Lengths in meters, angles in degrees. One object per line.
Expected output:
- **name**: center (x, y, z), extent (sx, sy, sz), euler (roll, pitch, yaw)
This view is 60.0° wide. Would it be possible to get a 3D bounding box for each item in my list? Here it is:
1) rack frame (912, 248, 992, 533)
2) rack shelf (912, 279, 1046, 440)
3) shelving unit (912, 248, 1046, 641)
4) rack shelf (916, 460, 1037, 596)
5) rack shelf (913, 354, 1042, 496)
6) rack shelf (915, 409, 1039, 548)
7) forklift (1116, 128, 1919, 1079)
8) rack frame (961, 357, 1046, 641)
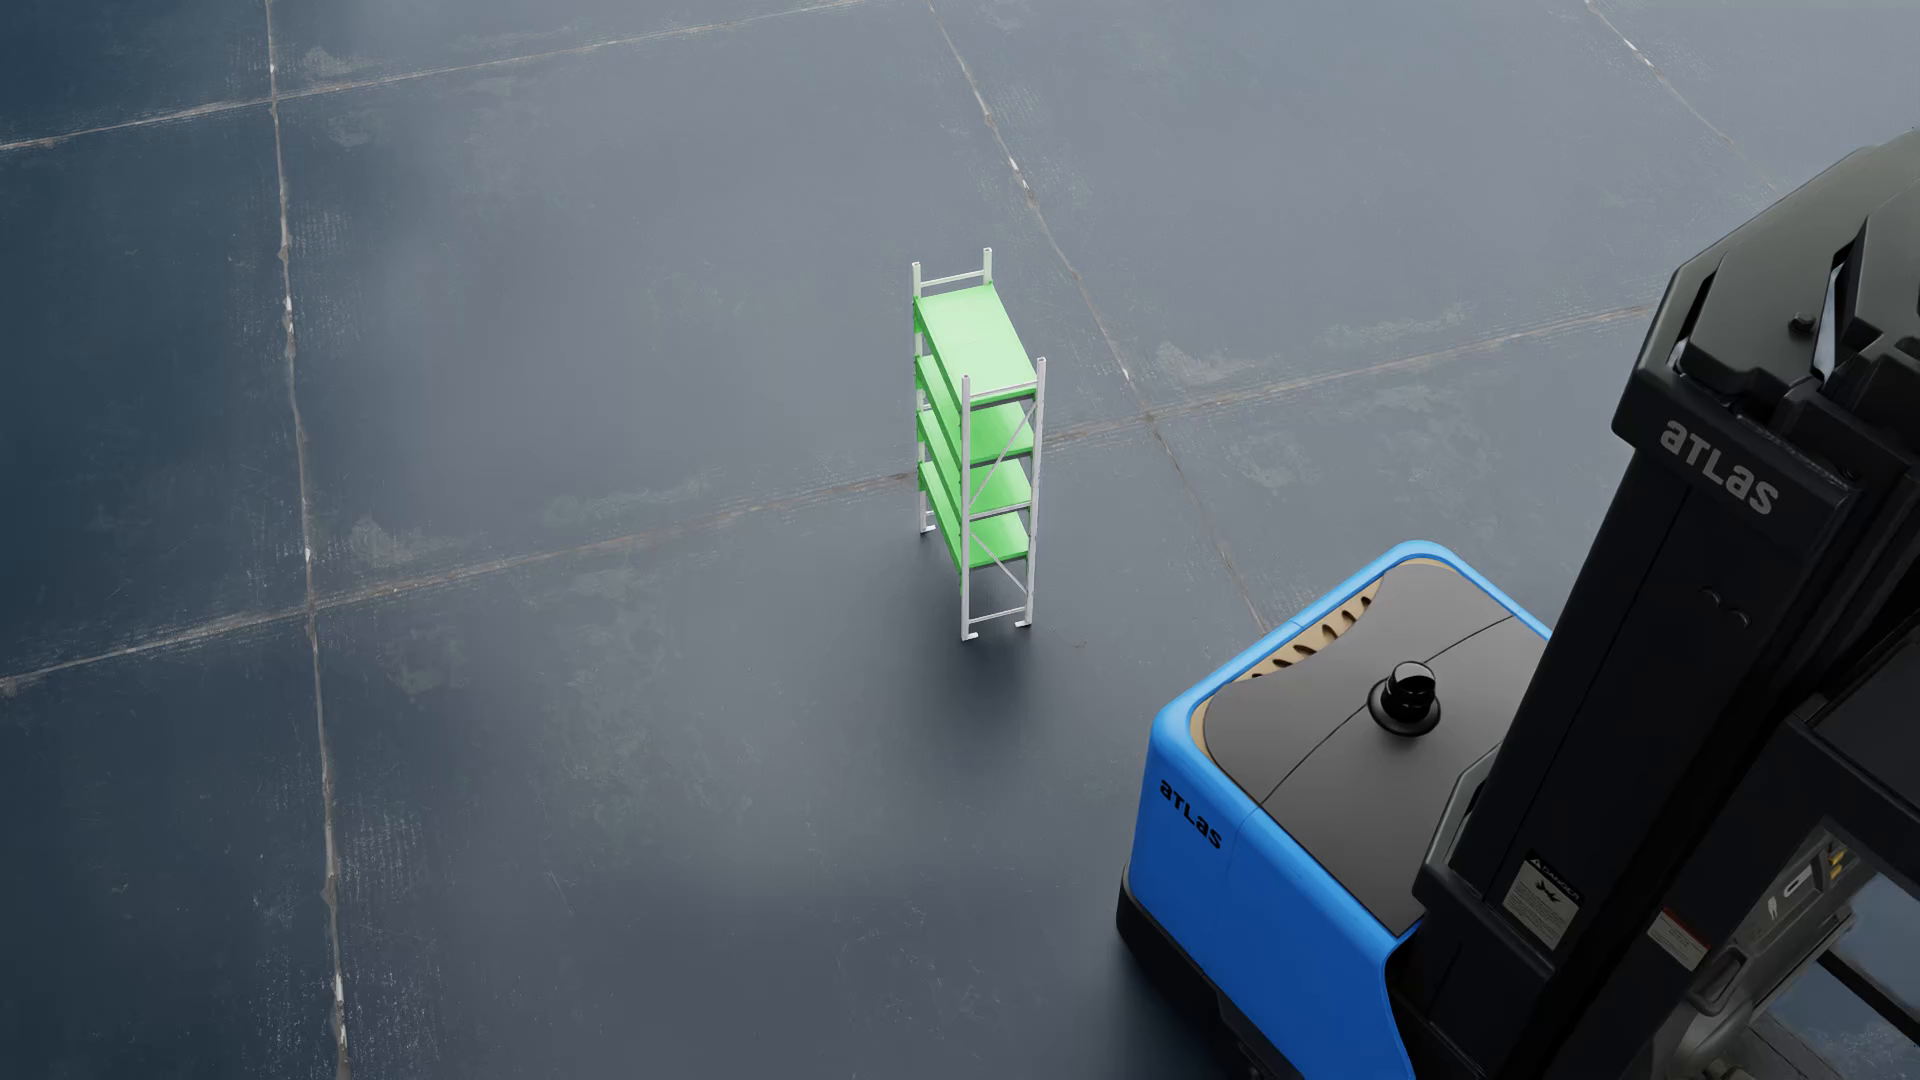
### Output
- **rack frame**: center (-0.023, -0.444, 5.340), extent (0.240, 1.200, 0.015), euler (-13, 51, -11)
- **rack shelf**: center (0.049, -0.534, 4.871), extent (0.258, 0.148, 0.480), euler (-13, 51, -11)
- **shelving unit**: center (0.049, -0.266, 5.189), extent (0.258, 1.200, 0.503), euler (-13, 51, -11)
- **rack shelf**: center (0.049, -0.070, 5.422), extent (0.258, 0.148, 0.480), euler (-13, 51, -11)
- **rack shelf**: center (0.049, -0.379, 5.055), extent (0.258, 0.148, 0.480), euler (-13, 51, -11)
- **rack shelf**: center (0.049, -0.225, 5.238), extent (0.258, 0.148, 0.480), euler (-13, 51, -11)
- **forklift**: center (1.749, 0.837, 3.127), extent (1.130, 2.935, 3.031), euler (-31, 56, -23)
- **rack frame**: center (0.121, -0.088, 5.039), extent (0.240, 1.200, 0.015), euler (-13, 51, -11)
